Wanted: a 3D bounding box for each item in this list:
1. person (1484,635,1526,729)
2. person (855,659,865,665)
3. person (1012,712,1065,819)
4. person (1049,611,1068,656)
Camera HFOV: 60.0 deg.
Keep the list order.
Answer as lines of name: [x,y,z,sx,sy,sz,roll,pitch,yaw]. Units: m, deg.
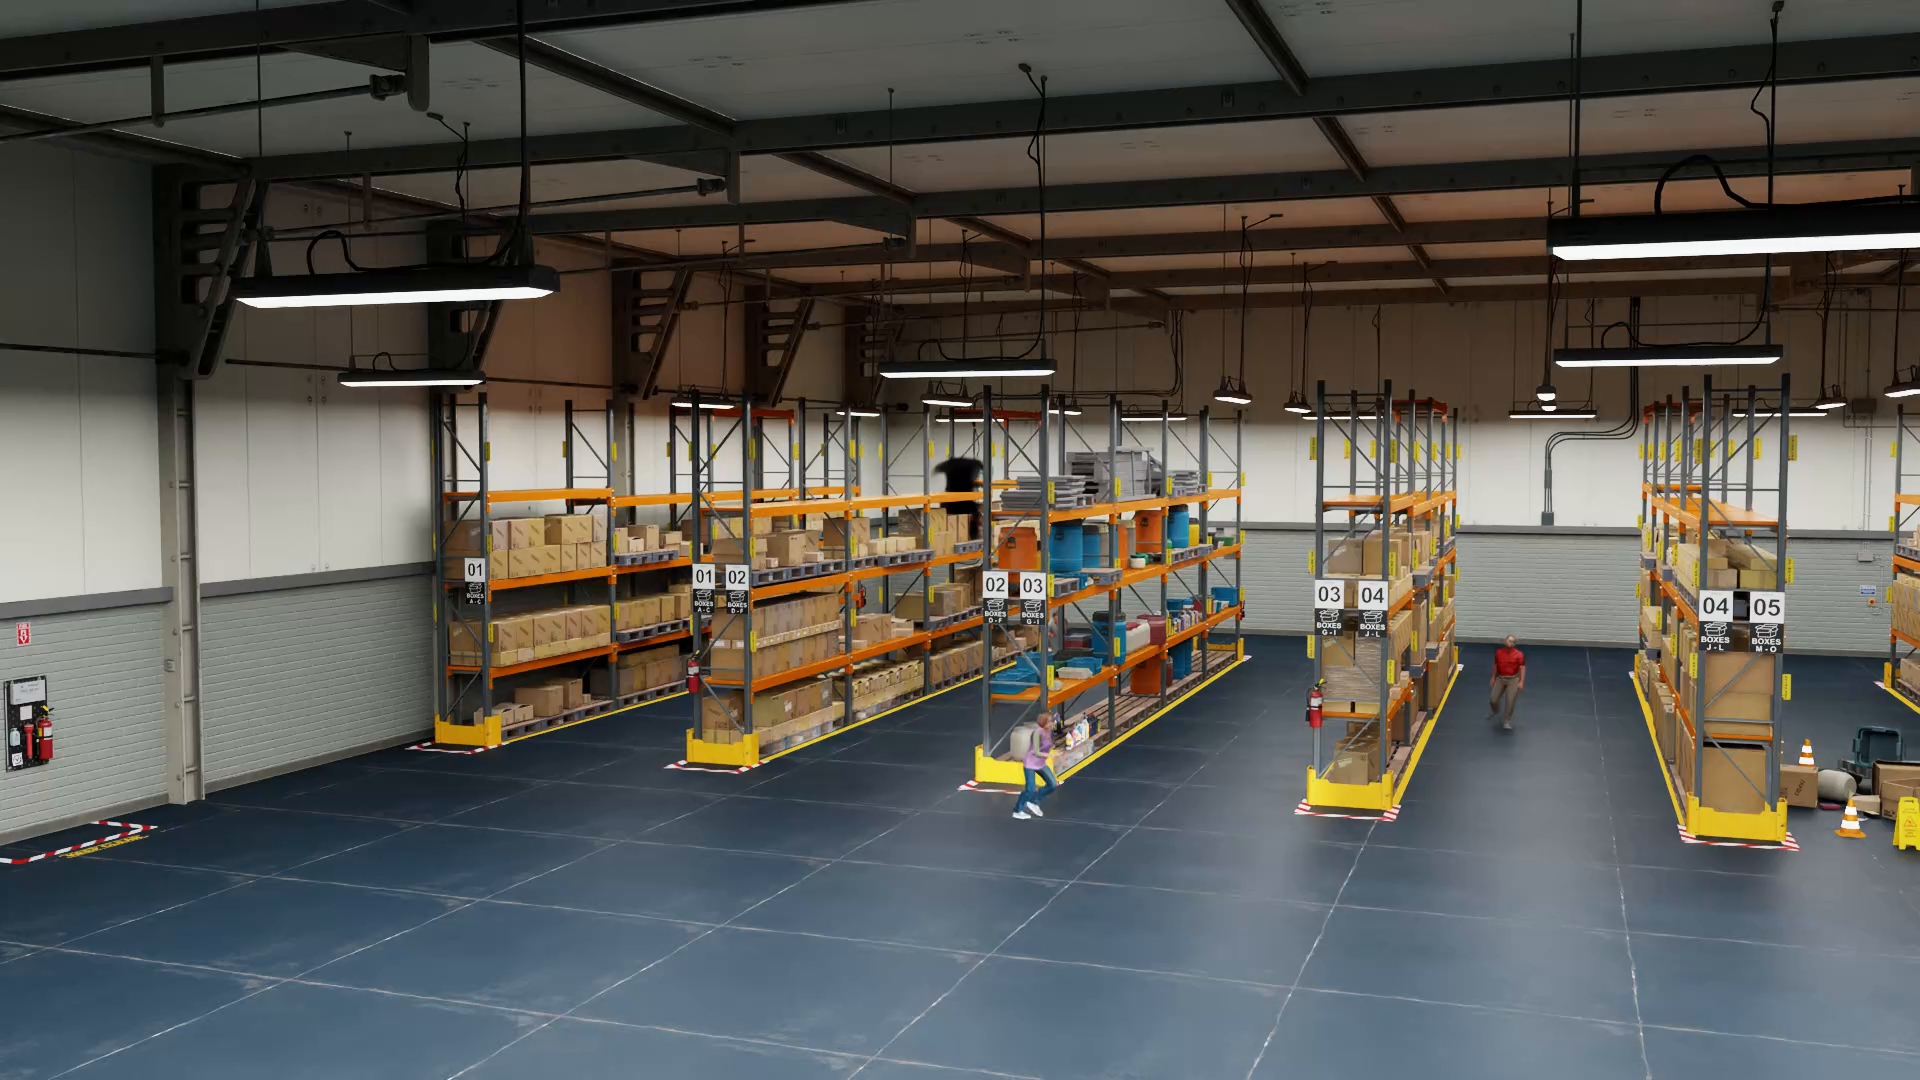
person: [9.870,2.550,30.127,0.778,1.688,0.574,2,4,34]
person: [-2.219,2.403,36.159,0.511,1.329,0.939,1,3,10]
person: [1.063,3.050,22.449,0.832,1.493,0.528,2,4,37]
person: [2.168,2.286,37.787,0.563,1.445,1.088,0,3,-7]
